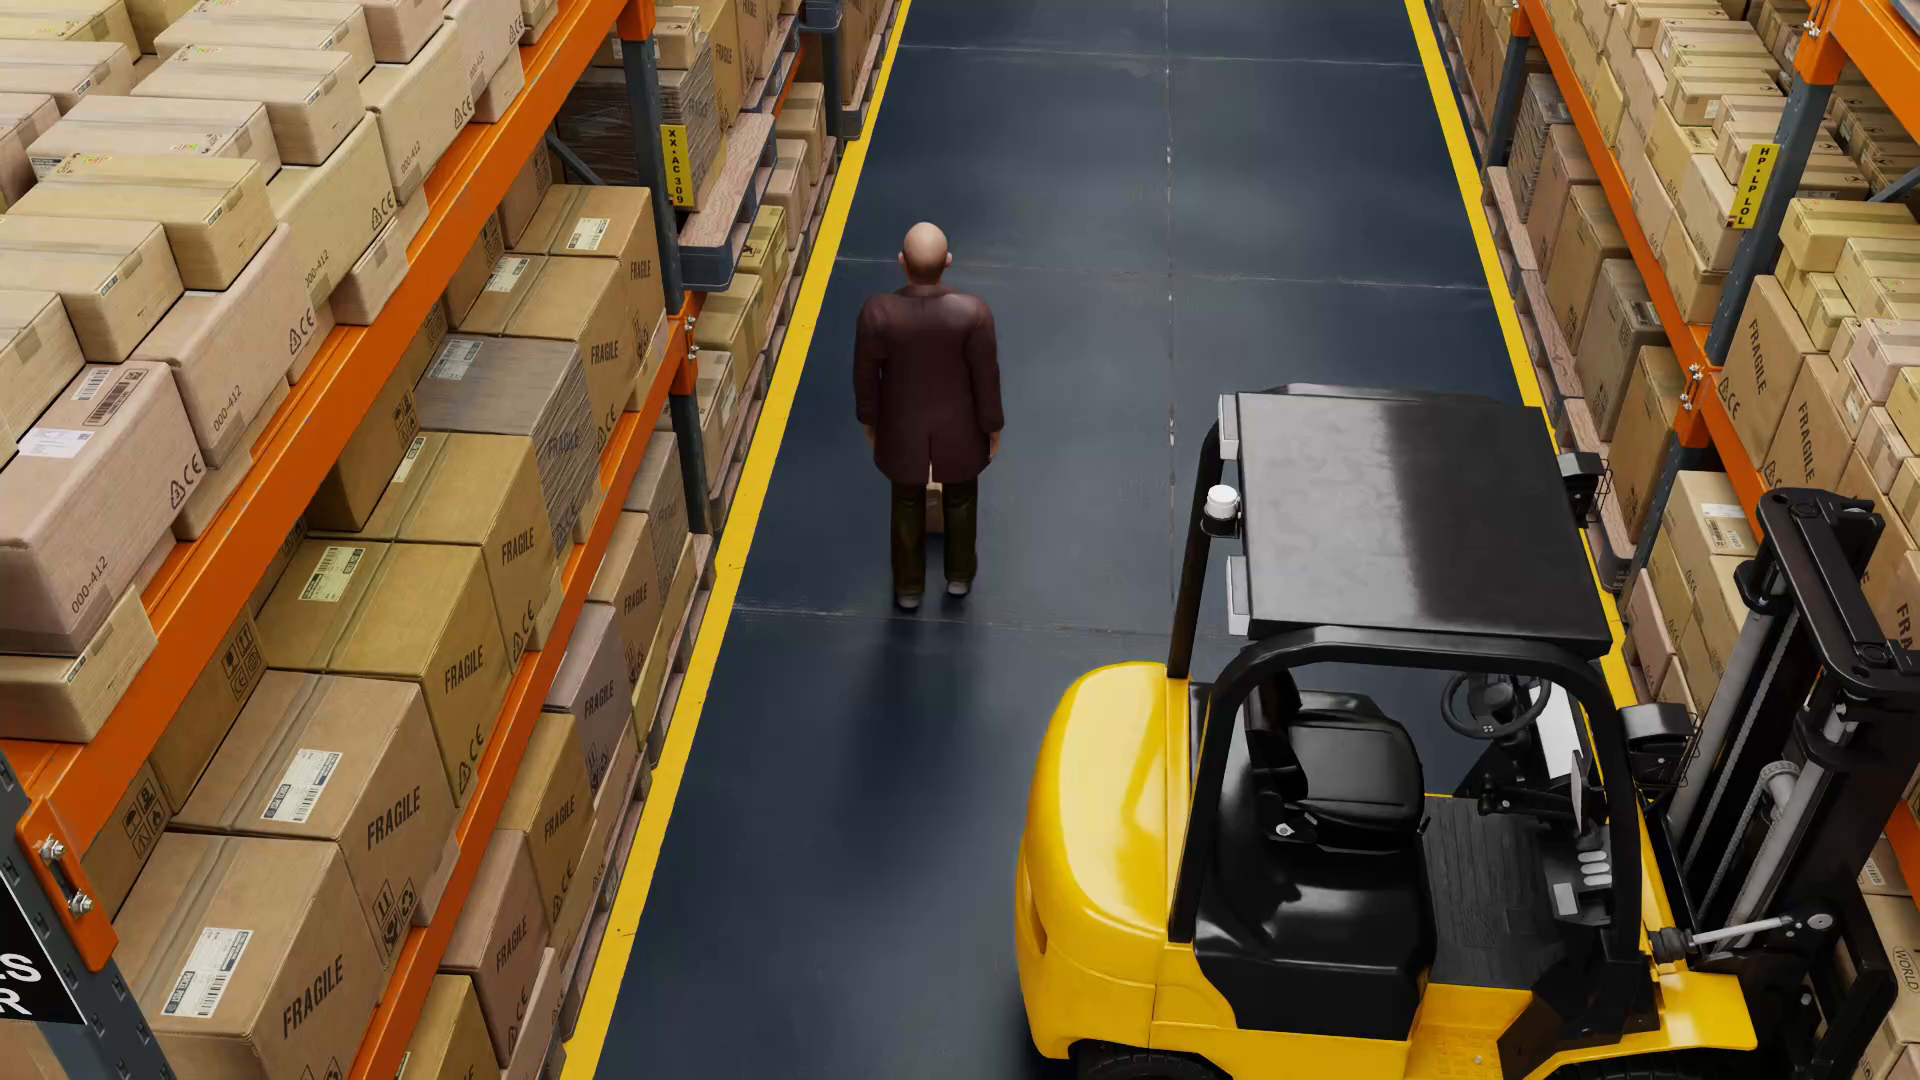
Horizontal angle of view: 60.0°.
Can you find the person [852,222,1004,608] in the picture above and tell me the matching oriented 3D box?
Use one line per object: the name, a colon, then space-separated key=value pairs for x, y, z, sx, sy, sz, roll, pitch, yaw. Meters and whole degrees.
person: x=-0.121 y=-0.512 z=6.774 sx=0.602 sy=1.808 sz=0.453 roll=1 pitch=40 yaw=1
